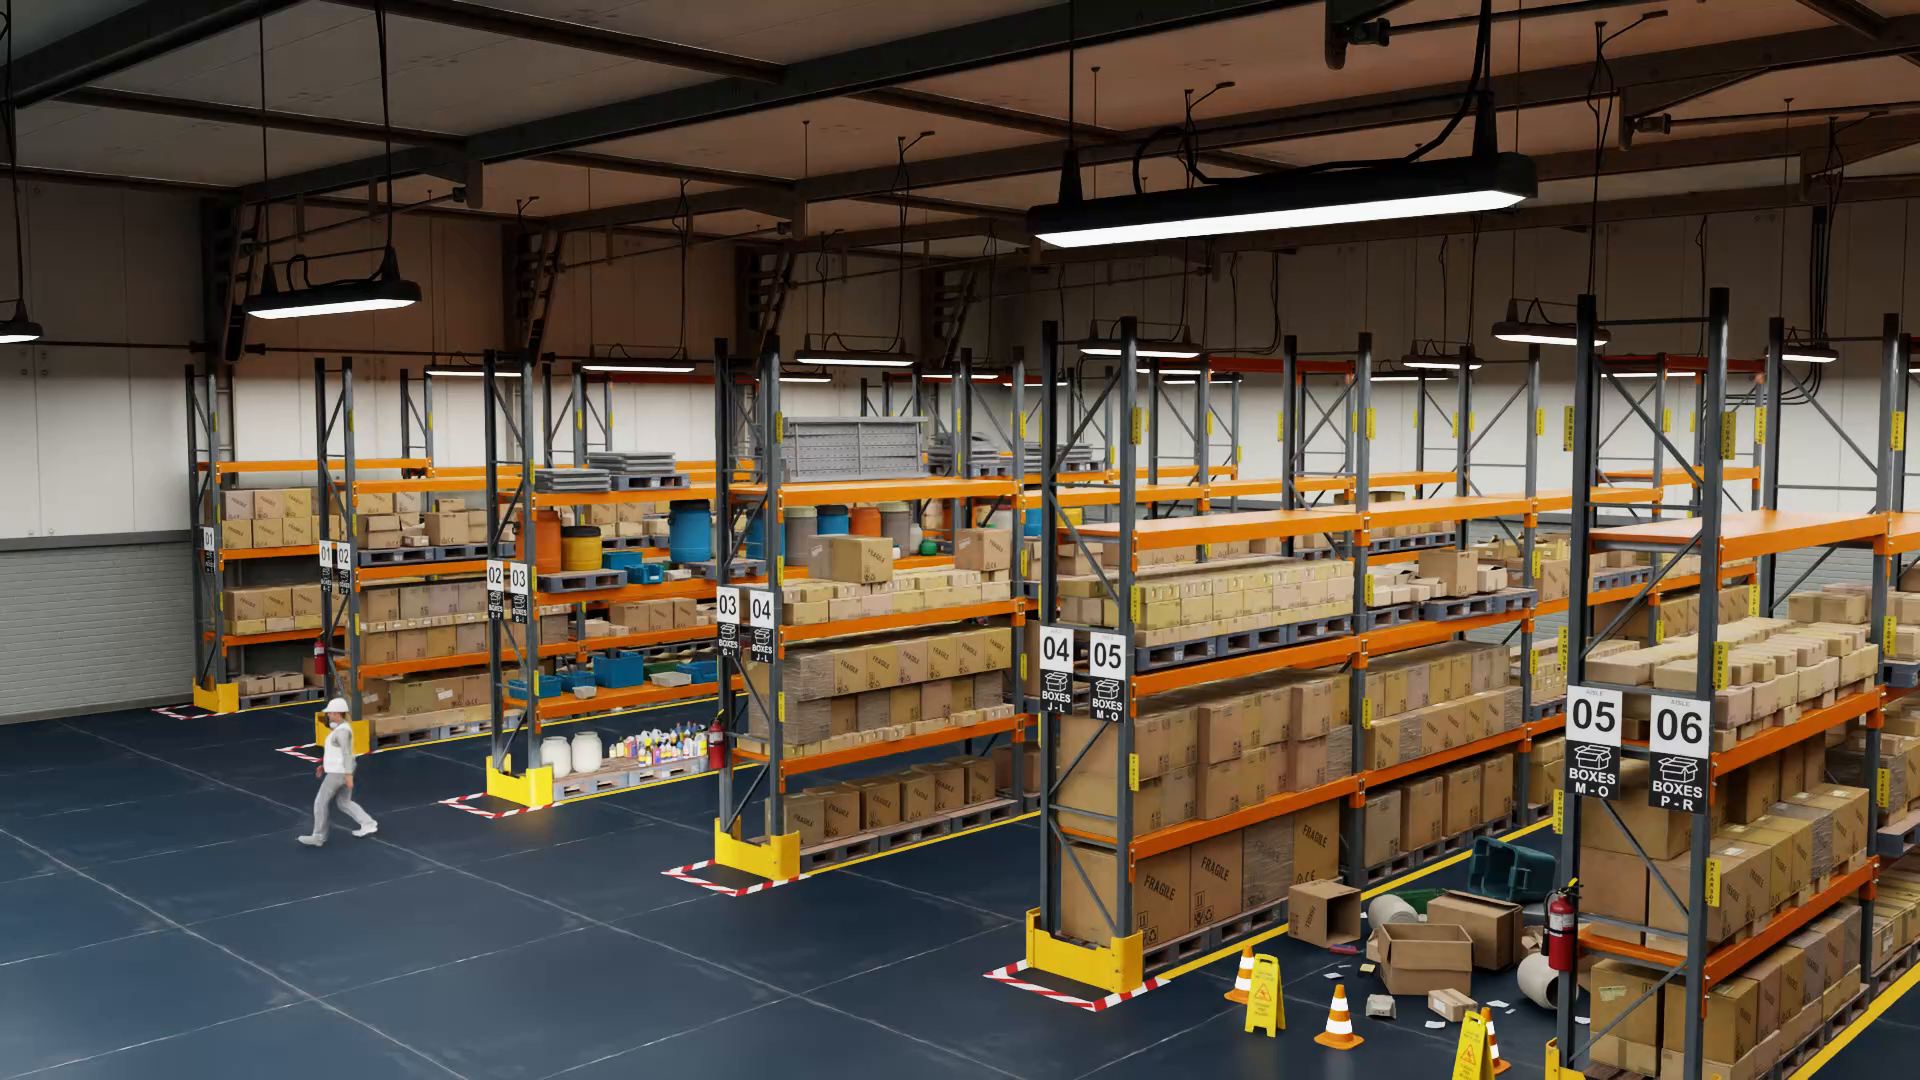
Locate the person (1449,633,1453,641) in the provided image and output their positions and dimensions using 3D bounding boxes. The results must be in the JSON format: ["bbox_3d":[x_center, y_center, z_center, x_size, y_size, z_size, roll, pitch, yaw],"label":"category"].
[{"bbox_3d":[7.950,2.374,26.662,0.533,1.472,1.068,4,6,41],"label":"person"}]

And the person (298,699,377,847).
[{"bbox_3d":[-7.501,2.783,20.041,0.834,1.739,0.613,-1,4,-9],"label":"person"}]
